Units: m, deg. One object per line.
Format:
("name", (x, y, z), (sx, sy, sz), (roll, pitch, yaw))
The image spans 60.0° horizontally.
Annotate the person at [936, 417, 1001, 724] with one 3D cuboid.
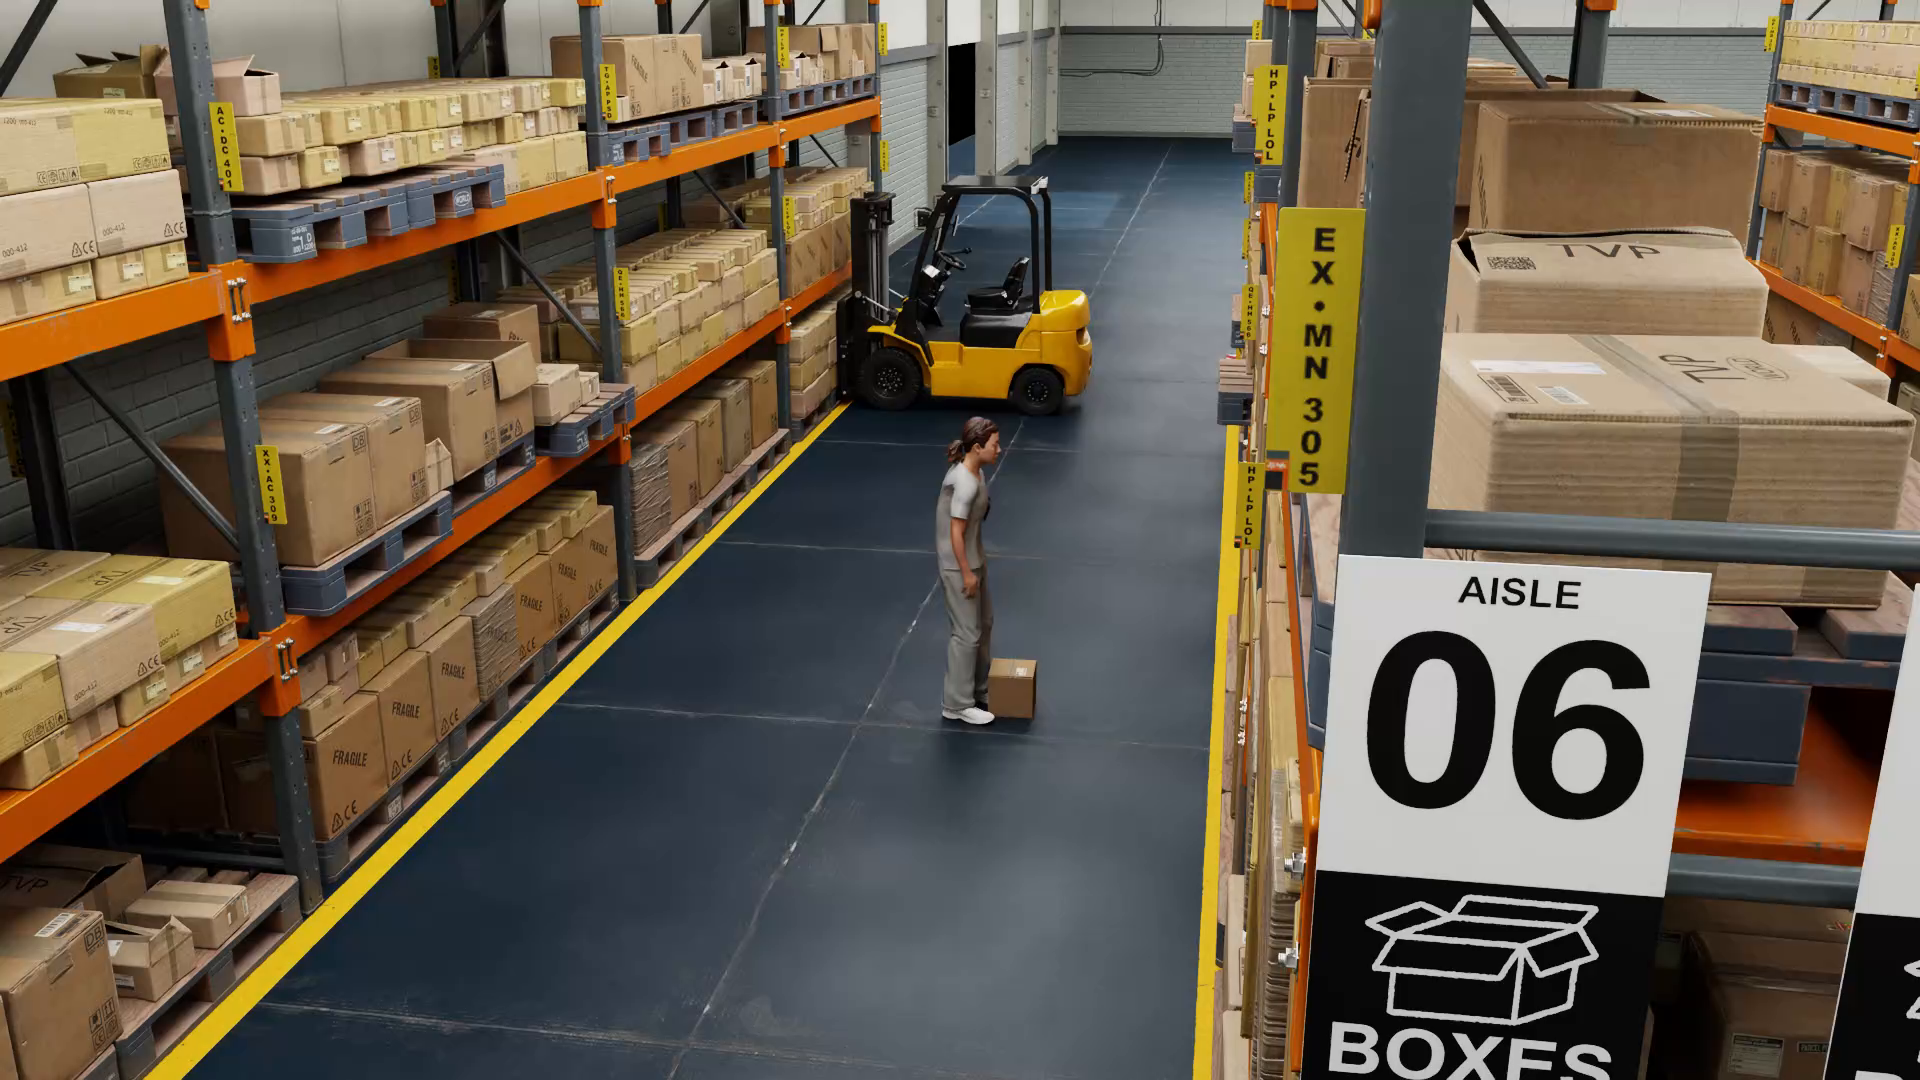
("person", (0.075, 0.146, 9.107), (0.403, 1.672, 0.498), (3, 18, 8))
